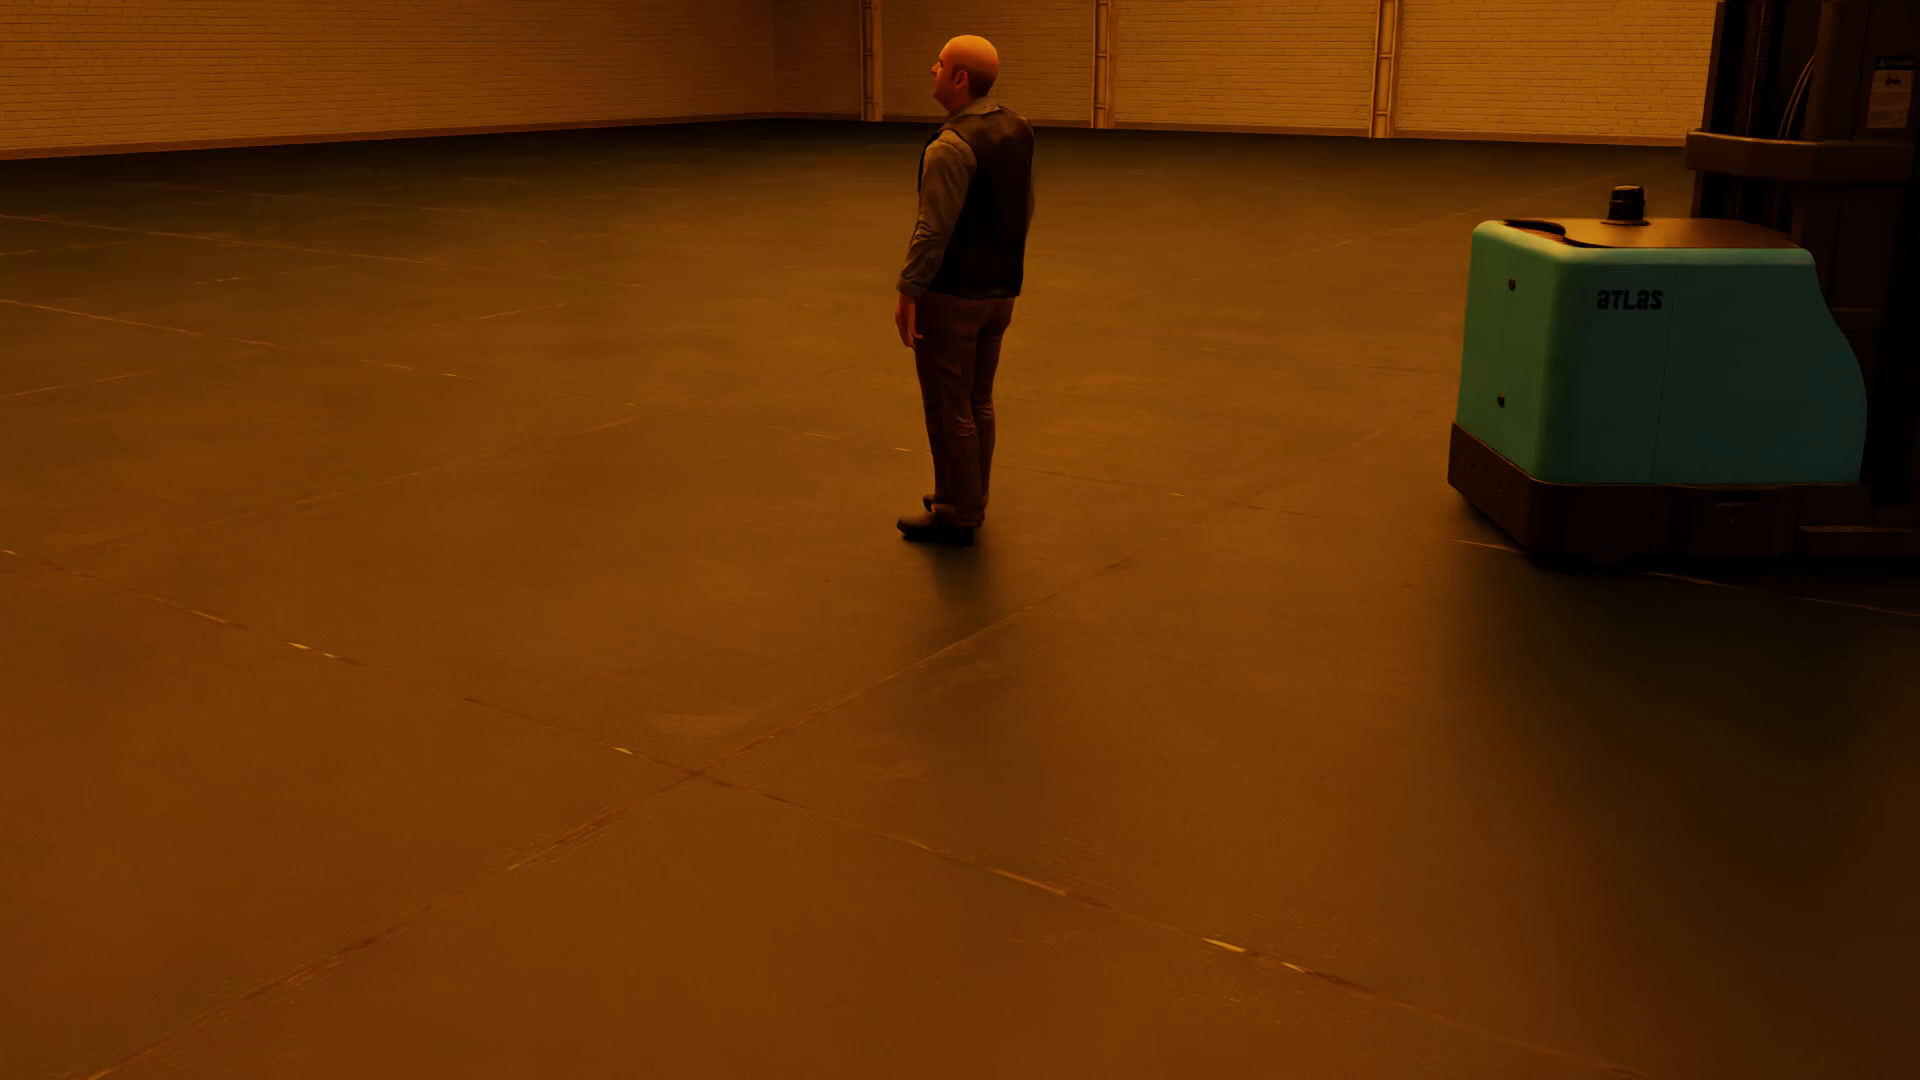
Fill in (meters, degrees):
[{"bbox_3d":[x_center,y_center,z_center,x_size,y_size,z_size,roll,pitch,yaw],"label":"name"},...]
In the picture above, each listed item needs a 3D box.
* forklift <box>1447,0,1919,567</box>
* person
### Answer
[{"bbox_3d":[3.411,-1.443,5.659,3.031,2.935,1.130,0,17,-1],"label":"forklift"},{"bbox_3d":[-0.046,-0.844,5.740,0.568,1.720,0.632,11,20,33],"label":"person"}]
